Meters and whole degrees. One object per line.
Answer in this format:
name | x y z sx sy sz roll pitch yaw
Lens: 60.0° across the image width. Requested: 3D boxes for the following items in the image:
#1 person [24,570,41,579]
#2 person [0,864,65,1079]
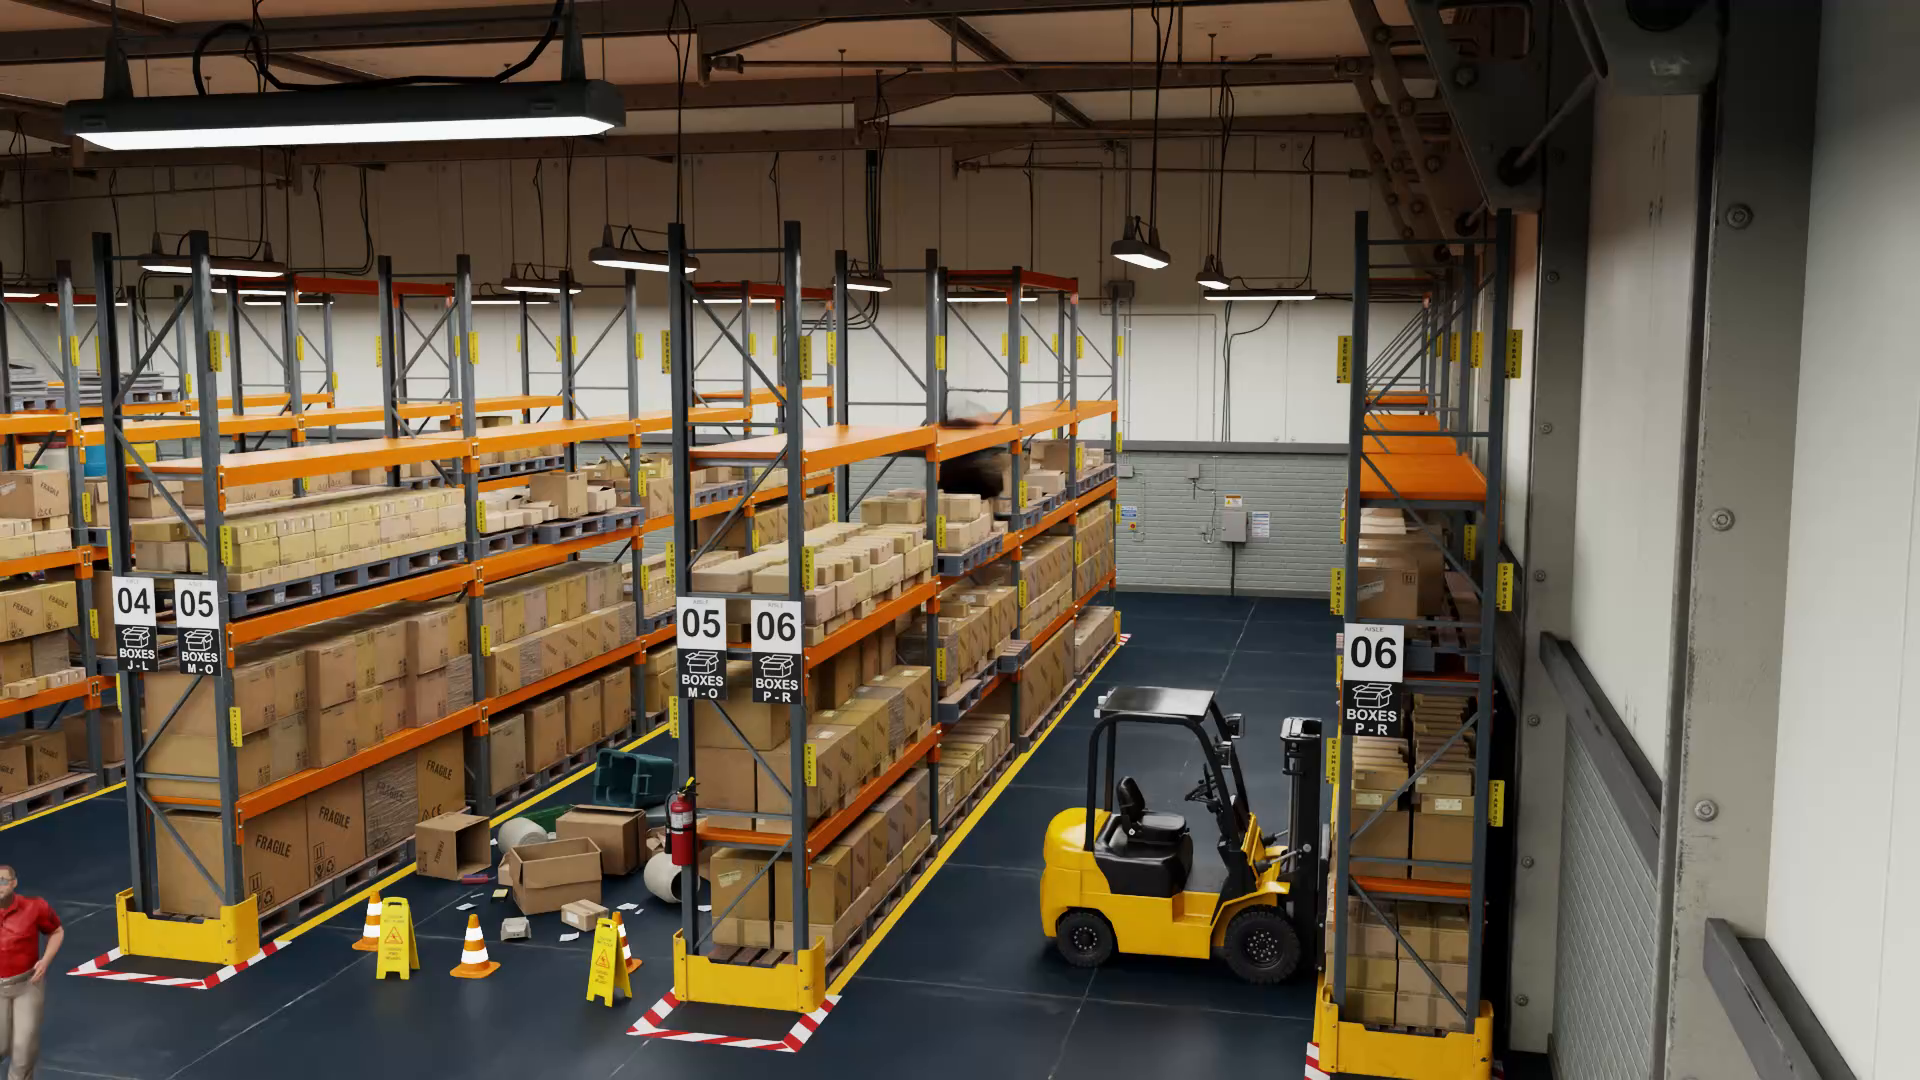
person | -15.877 0.789 28.566 0.687 1.788 0.918 0 7 1
person | -6.344 2.989 11.131 0.653 1.701 0.647 -4 8 -27
